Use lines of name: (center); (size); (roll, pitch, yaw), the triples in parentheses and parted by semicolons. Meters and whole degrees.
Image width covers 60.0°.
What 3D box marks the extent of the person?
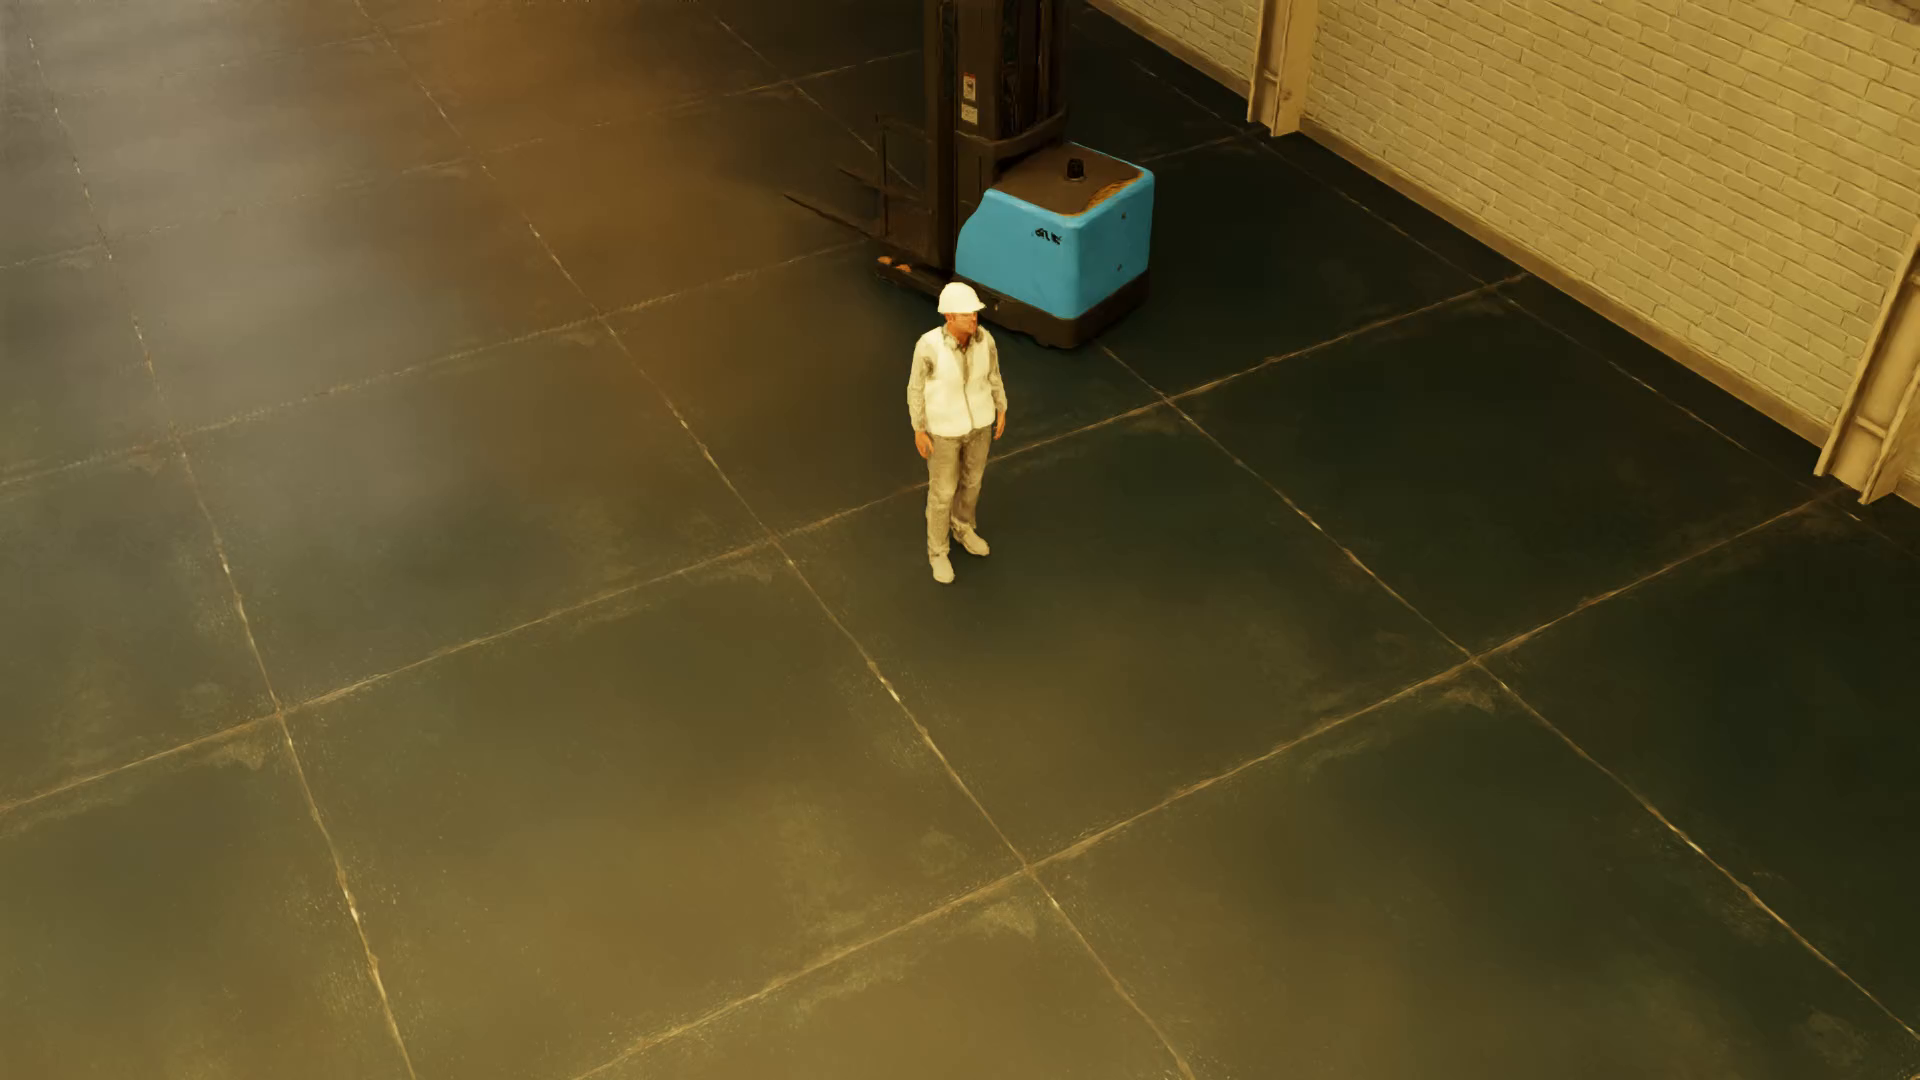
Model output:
person: (0.024, -0.651, 9.716); (0.632, 1.773, 0.567); (-20, 44, -23)

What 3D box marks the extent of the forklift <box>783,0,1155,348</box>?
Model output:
forklift: (-0.050, -3.287, 11.999); (3.031, 2.935, 1.130); (28, 47, 30)
